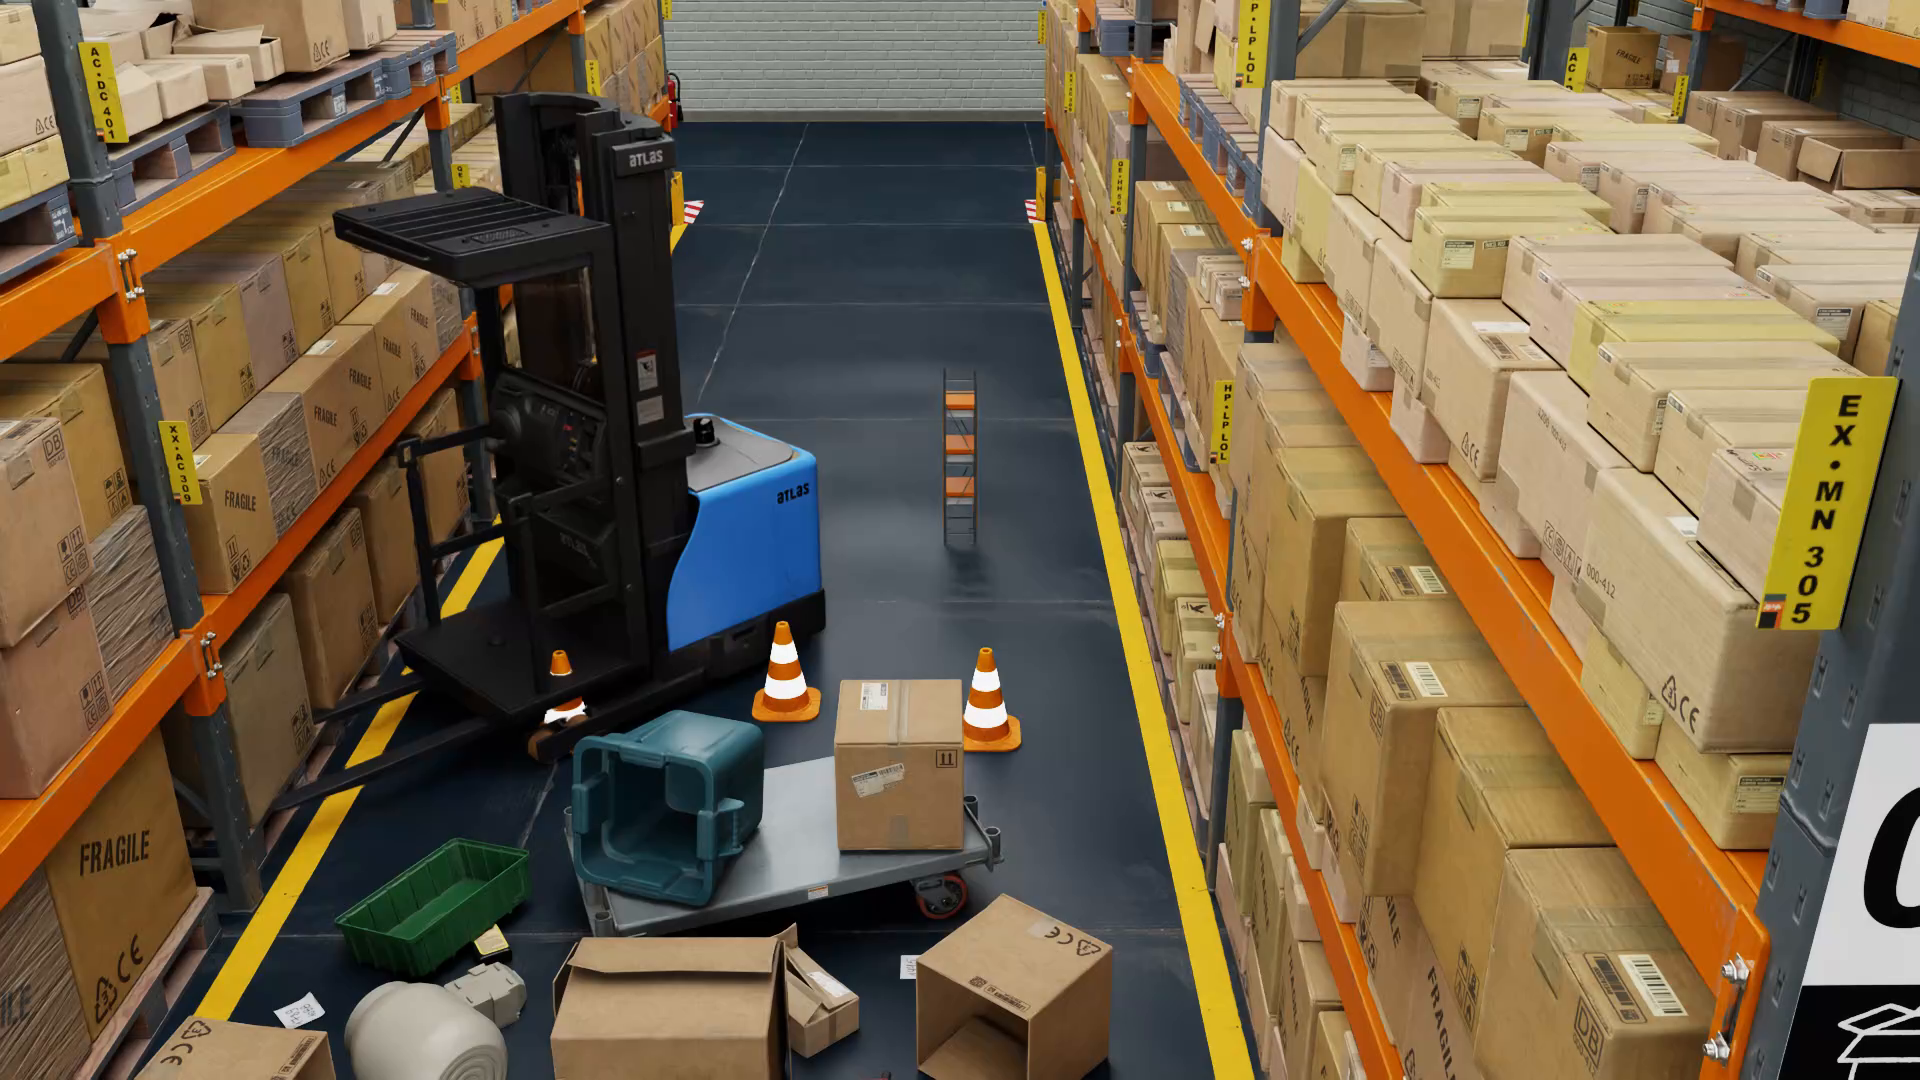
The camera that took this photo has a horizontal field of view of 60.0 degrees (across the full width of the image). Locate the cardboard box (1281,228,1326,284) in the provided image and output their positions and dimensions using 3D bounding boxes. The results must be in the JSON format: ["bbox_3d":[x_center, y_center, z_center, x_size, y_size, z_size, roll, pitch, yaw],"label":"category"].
[{"bbox_3d":[1.244,-0.926,5.322,0.380,0.149,0.250,0,24,-1],"label":"cardboard box"}]

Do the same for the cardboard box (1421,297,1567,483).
[{"bbox_3d":[1.295,-0.328,3.515,0.500,0.250,0.500,0,24,1],"label":"cardboard box"}]

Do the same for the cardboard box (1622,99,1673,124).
[{"bbox_3d":[6.148,-3.714,14.643,0.500,0.250,0.500,0,24,0],"label":"cardboard box"}]

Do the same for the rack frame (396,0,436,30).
[{"bbox_3d":[-3.451,-4.229,8.681,1.000,3.000,0.127,0,24,-1],"label":"rack frame"}]

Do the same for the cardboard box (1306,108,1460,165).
[{"bbox_3d":[1.244,-1.180,4.916,0.380,0.149,0.250,-1,24,-2],"label":"cardboard box"}]

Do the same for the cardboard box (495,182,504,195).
[{"bbox_3d":[-3.271,-2.336,11.210,0.380,0.149,0.250,0,24,0],"label":"cardboard box"}]

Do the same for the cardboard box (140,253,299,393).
[{"bbox_3d":[-3.431,-0.973,7.427,0.700,0.500,0.500,0,24,0],"label":"cardboard box"}]

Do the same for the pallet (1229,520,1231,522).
[{"bbox_3d":[1.679,-0.139,7.151,1.003,0.211,1.213,0,24,-1],"label":"pallet"}]

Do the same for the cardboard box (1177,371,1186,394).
[{"bbox_3d":[1.285,-0.835,8.252,0.380,0.149,0.250,1,24,1],"label":"cardboard box"}]

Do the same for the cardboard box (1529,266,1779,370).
[{"bbox_3d":[1.354,-0.434,3.266,0.380,0.149,0.250,0,24,-1],"label":"cardboard box"}]

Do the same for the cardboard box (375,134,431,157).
[{"bbox_3d":[-3.935,-2.795,11.862,0.380,0.149,0.250,1,24,1],"label":"cardboard box"}]

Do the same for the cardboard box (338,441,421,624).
[{"bbox_3d":[-3.521,-0.050,8.942,1.050,0.750,0.750,0,24,0],"label":"cardboard box"}]

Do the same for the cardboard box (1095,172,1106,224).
[{"bbox_3d":[1.203,-2.340,11.358,0.500,0.250,0.500,-1,24,-2],"label":"cardboard box"}]

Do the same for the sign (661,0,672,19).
[{"bbox_3d":[-2.983,-5.458,16.889,0.100,0.325,0.005,0,24,-1],"label":"sign"}]

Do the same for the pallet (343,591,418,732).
[{"bbox_3d":[-3.507,0.602,8.664,1.003,0.211,1.213,0,24,-1],"label":"pallet"}]

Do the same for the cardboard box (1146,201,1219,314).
[{"bbox_3d":[1.284,-1.531,9.003,0.500,0.500,0.500,1,24,2],"label":"cardboard box"}]

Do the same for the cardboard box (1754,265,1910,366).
[{"bbox_3d":[1.799,-0.438,3.276,0.380,0.149,0.250,0,24,-1],"label":"cardboard box"}]

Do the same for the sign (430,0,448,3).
[{"bbox_3d":[-2.896,-3.133,9.174,0.100,0.325,0.005,0,24,-1],"label":"sign"}]

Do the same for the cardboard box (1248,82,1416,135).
[{"bbox_3d":[1.390,-1.641,6.271,0.500,0.250,0.500,-1,24,-2],"label":"cardboard box"}]

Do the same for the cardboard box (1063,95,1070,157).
[{"bbox_3d":[1.182,-3.655,14.571,0.500,0.500,0.500,-1,24,-2],"label":"cardboard box"}]

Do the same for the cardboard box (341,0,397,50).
[{"bbox_3d":[-3.139,-2.629,8.261,0.500,0.311,0.500,0,24,-1],"label":"cardboard box"}]

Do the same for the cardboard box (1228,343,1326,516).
[{"bbox_3d":[1.330,-0.366,5.723,0.700,0.500,0.500,-1,24,-1],"label":"cardboard box"}]

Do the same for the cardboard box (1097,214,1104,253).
[{"bbox_3d":[1.222,-2.116,11.471,0.500,0.250,0.500,0,24,-1],"label":"cardboard box"}]

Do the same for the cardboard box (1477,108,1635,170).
[{"bbox_3d":[1.756,-1.183,4.922,0.380,0.149,0.250,0,24,1],"label":"cardboard box"}]

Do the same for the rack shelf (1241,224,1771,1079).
[{"bbox_3d":[1.563,-0.126,4.122,1.077,0.370,4.000,0,24,-1],"label":"rack shelf"}]

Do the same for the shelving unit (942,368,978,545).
[{"bbox_3d":[-0.001,-0.500,10.082,0.215,1.050,0.252,0,24,-1],"label":"shelving unit"}]

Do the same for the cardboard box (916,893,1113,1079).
[{"bbox_3d":[0.193,1.674,5.939,0.500,0.500,0.500,19,30,35],"label":"cardboard box"}]

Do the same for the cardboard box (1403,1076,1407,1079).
[{"bbox_3d":[1.239,1.383,3.858,0.380,0.149,0.250,0,24,0],"label":"cardboard box"}]

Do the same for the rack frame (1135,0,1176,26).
[{"bbox_3d":[1.498,-4.293,8.822,1.000,3.000,0.127,0,24,-1],"label":"rack frame"}]

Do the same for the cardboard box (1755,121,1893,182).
[{"bbox_3d":[6.213,-2.731,12.018,0.700,0.500,0.500,0,24,-1],"label":"cardboard box"}]

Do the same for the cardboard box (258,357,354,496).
[{"bbox_3d":[-3.153,-0.525,7.649,0.500,0.500,0.500,0,24,-1],"label":"cardboard box"}]

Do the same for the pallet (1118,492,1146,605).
[{"bbox_3d":[1.505,0.033,9.921,1.003,0.211,1.213,0,24,-1],"label":"pallet"}]

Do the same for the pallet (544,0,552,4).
[{"bbox_3d":[-3.594,-4.170,12.418,1.213,0.211,1.003,0,24,-1],"label":"pallet"}]

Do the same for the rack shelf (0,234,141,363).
[{"bbox_3d":[-3.385,-0.062,3.980,1.077,0.370,4.000,0,24,-1],"label":"rack shelf"}]

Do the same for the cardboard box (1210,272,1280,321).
[{"bbox_3d":[1.290,-1.052,7.158,0.380,0.149,0.250,-1,24,-2],"label":"cardboard box"}]

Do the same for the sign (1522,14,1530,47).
[{"bbox_3d":[5.831,-5.272,17.216,0.100,0.325,0.005,0,24,-1],"label":"sign"}]

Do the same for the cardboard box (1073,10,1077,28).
[{"bbox_3d":[1.186,-4.549,14.546,0.380,0.149,0.250,0,24,-1],"label":"cardboard box"}]

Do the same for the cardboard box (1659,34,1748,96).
[{"bbox_3d":[6.667,-4.255,14.930,0.500,0.500,0.500,-1,24,-2],"label":"cardboard box"}]

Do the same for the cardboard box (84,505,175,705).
[{"bbox_3d":[-3.391,0.236,5.906,0.875,0.550,0.550,0,24,-1],"label":"cardboard box"}]

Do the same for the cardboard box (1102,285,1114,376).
[{"bbox_3d":[1.559,-1.804,12.667,0.875,0.875,0.875,0,24,1],"label":"cardboard box"}]

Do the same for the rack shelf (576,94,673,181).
[{"bbox_3d":[-3.516,-3.640,15.532,1.077,0.370,4.000,0,24,-1],"label":"rack shelf"}]

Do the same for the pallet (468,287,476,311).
[{"bbox_3d":[-3.565,-1.701,10.605,1.213,0.211,1.003,0,24,-1],"label":"pallet"}]

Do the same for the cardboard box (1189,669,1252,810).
[{"bbox_3d":[1.533,0.879,7.347,0.950,0.372,0.625,0,24,0],"label":"cardboard box"}]

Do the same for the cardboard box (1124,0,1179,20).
[{"bbox_3d":[1.343,-3.319,9.674,0.797,0.503,0.637,-2,24,-4],"label":"cardboard box"}]

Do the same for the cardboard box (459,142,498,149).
[{"bbox_3d":[-3.277,-2.679,11.607,0.380,0.149,0.250,-1,24,-1],"label":"cardboard box"}]

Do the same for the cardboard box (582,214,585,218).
[{"bbox_3d":[-3.319,-2.992,15.454,0.380,0.149,0.250,-1,24,-3],"label":"cardboard box"}]

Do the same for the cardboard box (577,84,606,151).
[{"bbox_3d":[-3.248,-3.530,13.933,0.500,0.500,0.500,-1,24,-2],"label":"cardboard box"}]

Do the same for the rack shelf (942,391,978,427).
[{"bbox_3d":[-0.001,-0.749,9.970,0.215,0.259,0.240,0,24,-1],"label":"rack shelf"}]

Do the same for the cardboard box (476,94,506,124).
[{"bbox_3d":[-3.782,-3.523,13.917,0.500,0.500,0.500,0,24,0],"label":"cardboard box"}]

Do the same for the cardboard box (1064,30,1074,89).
[{"bbox_3d":[1.176,-4.111,14.365,0.500,0.500,0.500,-1,24,-1],"label":"cardboard box"}]

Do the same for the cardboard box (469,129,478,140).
[{"bbox_3d":[-3.945,-3.085,12.866,0.380,0.149,0.250,-1,24,-2],"label":"cardboard box"}]

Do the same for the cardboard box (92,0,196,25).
[{"bbox_3d":[-3.652,-2.341,7.624,0.500,0.311,0.500,-1,24,-1],"label":"cardboard box"}]

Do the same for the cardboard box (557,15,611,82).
[{"bbox_3d":[-3.277,-4.181,14.159,0.500,0.500,0.500,-1,24,-2],"label":"cardboard box"}]

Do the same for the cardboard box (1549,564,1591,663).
[{"bbox_3d":[1.297,0.127,2.994,0.380,0.149,0.250,0,24,1],"label":"cardboard box"}]

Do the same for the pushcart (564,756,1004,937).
[{"bbox_3d":[-0.738,1.314,6.886,1.648,0.377,0.936,-9,26,-19],"label":"pushcart"}]

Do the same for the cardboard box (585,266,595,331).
[{"bbox_3d":[-3.234,-1.892,13.318,0.500,0.500,0.500,-1,24,-2],"label":"cardboard box"}]

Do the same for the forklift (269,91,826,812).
[{"bbox_3d":[-2.121,-0.510,7.820,1.130,2.935,3.031,22,32,40],"label":"forklift"}]

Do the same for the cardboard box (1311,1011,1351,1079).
[{"bbox_3d":[1.308,1.705,4.758,0.500,0.500,0.500,-1,24,-2],"label":"cardboard box"}]

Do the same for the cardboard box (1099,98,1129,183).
[{"bbox_3d":[1.218,-2.689,11.220,0.500,0.500,0.500,0,24,-1],"label":"cardboard box"}]
